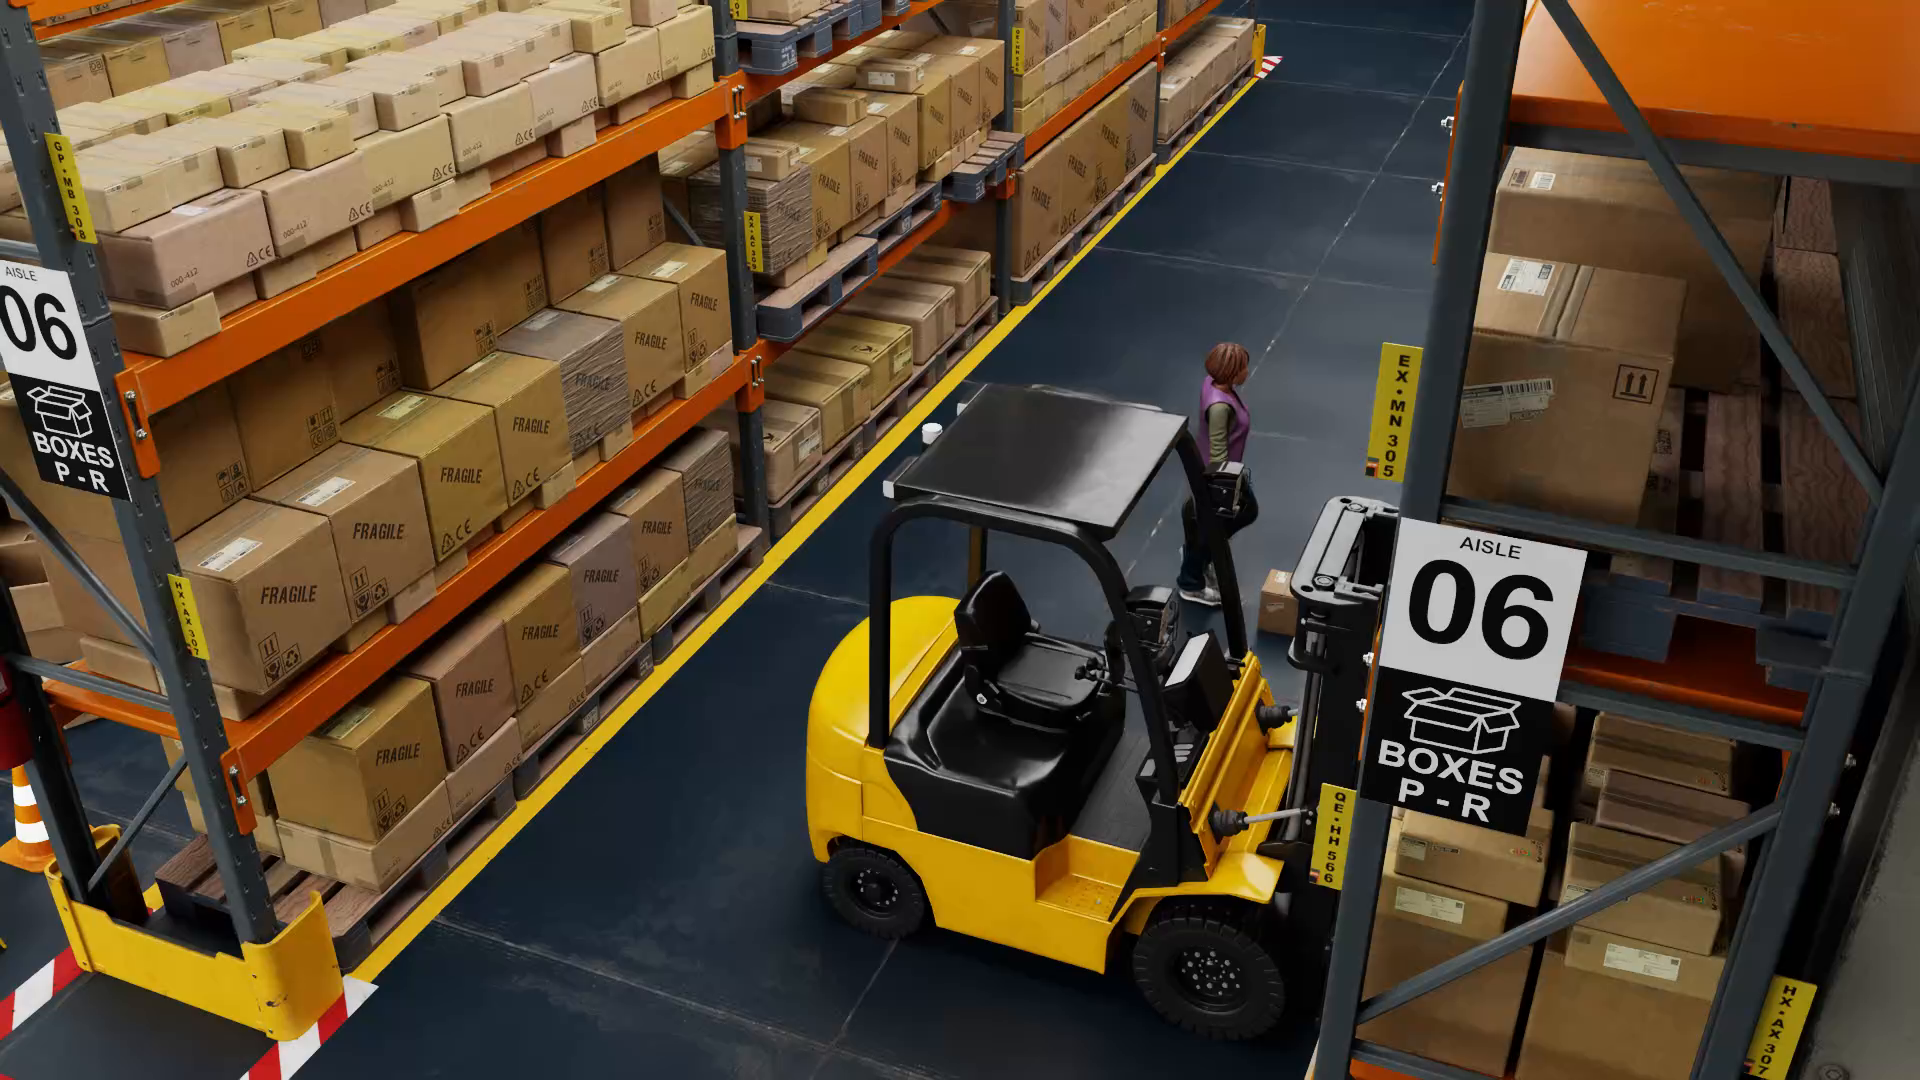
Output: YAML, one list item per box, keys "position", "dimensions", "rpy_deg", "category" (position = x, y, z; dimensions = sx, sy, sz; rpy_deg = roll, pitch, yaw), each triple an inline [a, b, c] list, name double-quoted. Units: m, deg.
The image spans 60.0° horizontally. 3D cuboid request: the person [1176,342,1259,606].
- position: [1.412, -0.326, 8.946]
  dimensions: [0.418, 1.587, 0.478]
  rpy_deg: [6, 31, 10]
  category: "person"
